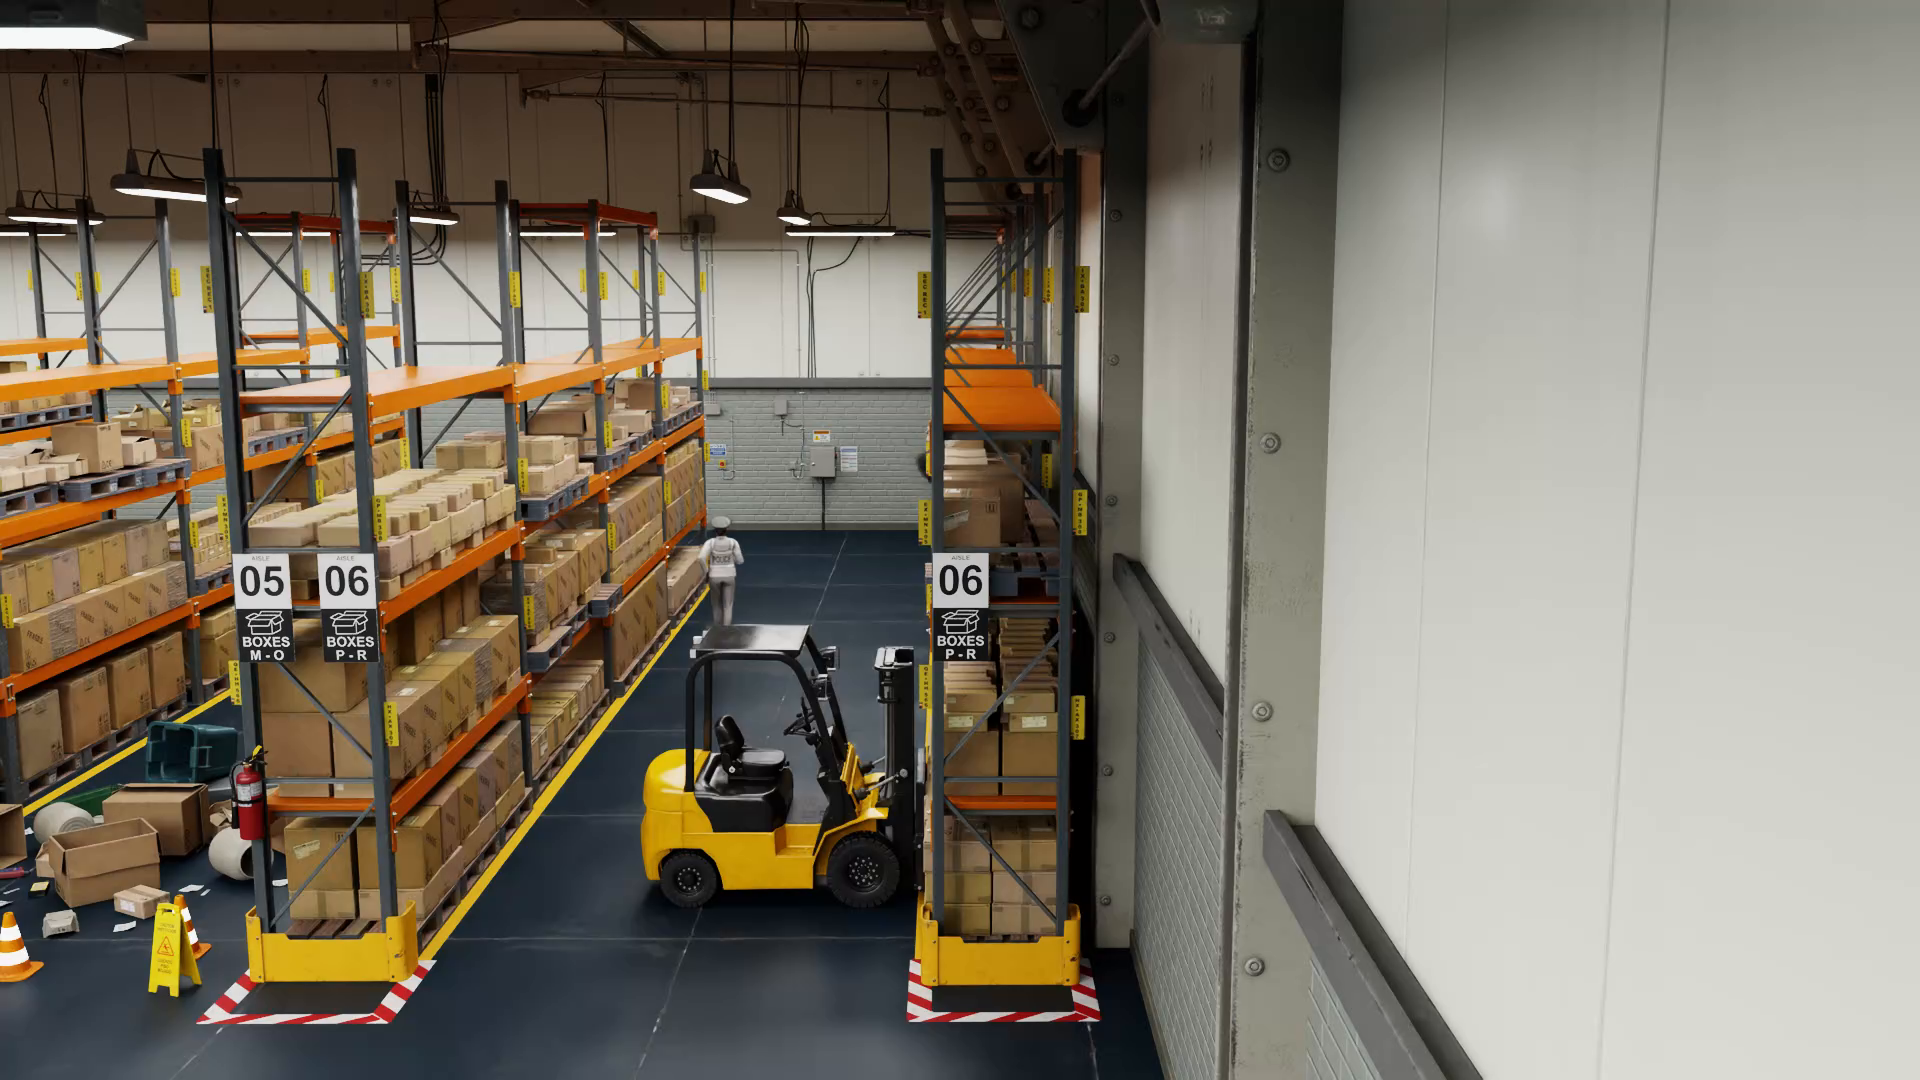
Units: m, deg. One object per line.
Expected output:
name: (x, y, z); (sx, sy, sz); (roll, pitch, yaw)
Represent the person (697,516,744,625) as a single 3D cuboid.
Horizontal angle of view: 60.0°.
person: (-3.126, 0.567, 21.795); (0.596, 1.765, 0.691); (-1, 9, -6)
